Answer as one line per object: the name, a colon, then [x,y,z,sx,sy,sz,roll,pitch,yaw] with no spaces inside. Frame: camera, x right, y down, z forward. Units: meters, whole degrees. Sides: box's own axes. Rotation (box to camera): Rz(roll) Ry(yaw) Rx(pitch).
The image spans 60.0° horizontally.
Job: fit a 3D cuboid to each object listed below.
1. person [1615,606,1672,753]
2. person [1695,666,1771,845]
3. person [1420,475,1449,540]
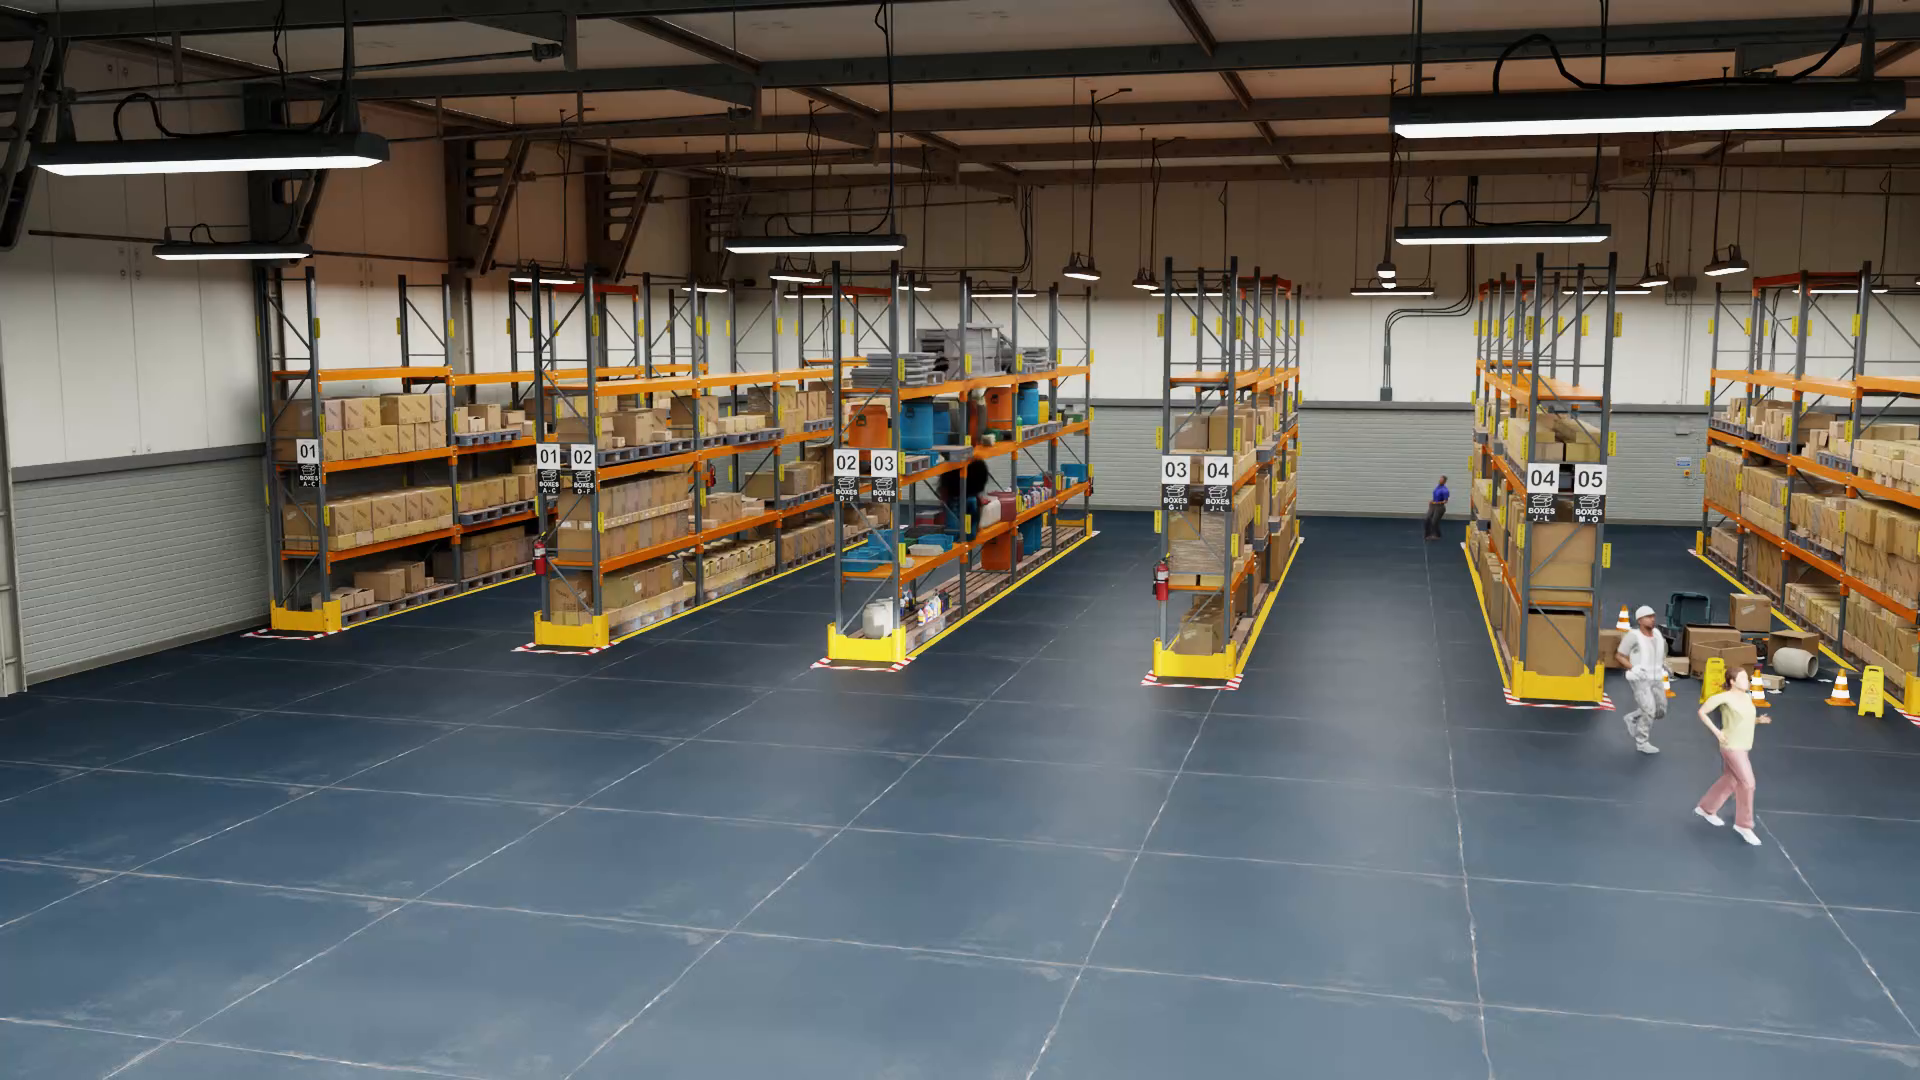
person: [8.111,1.642,19.784,0.682,1.733,0.634,-3,8,-23]
person: [7.644,2.089,16.446,0.563,1.719,0.742,-5,9,-36]
person: [11.251,-0.740,39.264,0.564,1.614,0.803,-3,8,-25]
